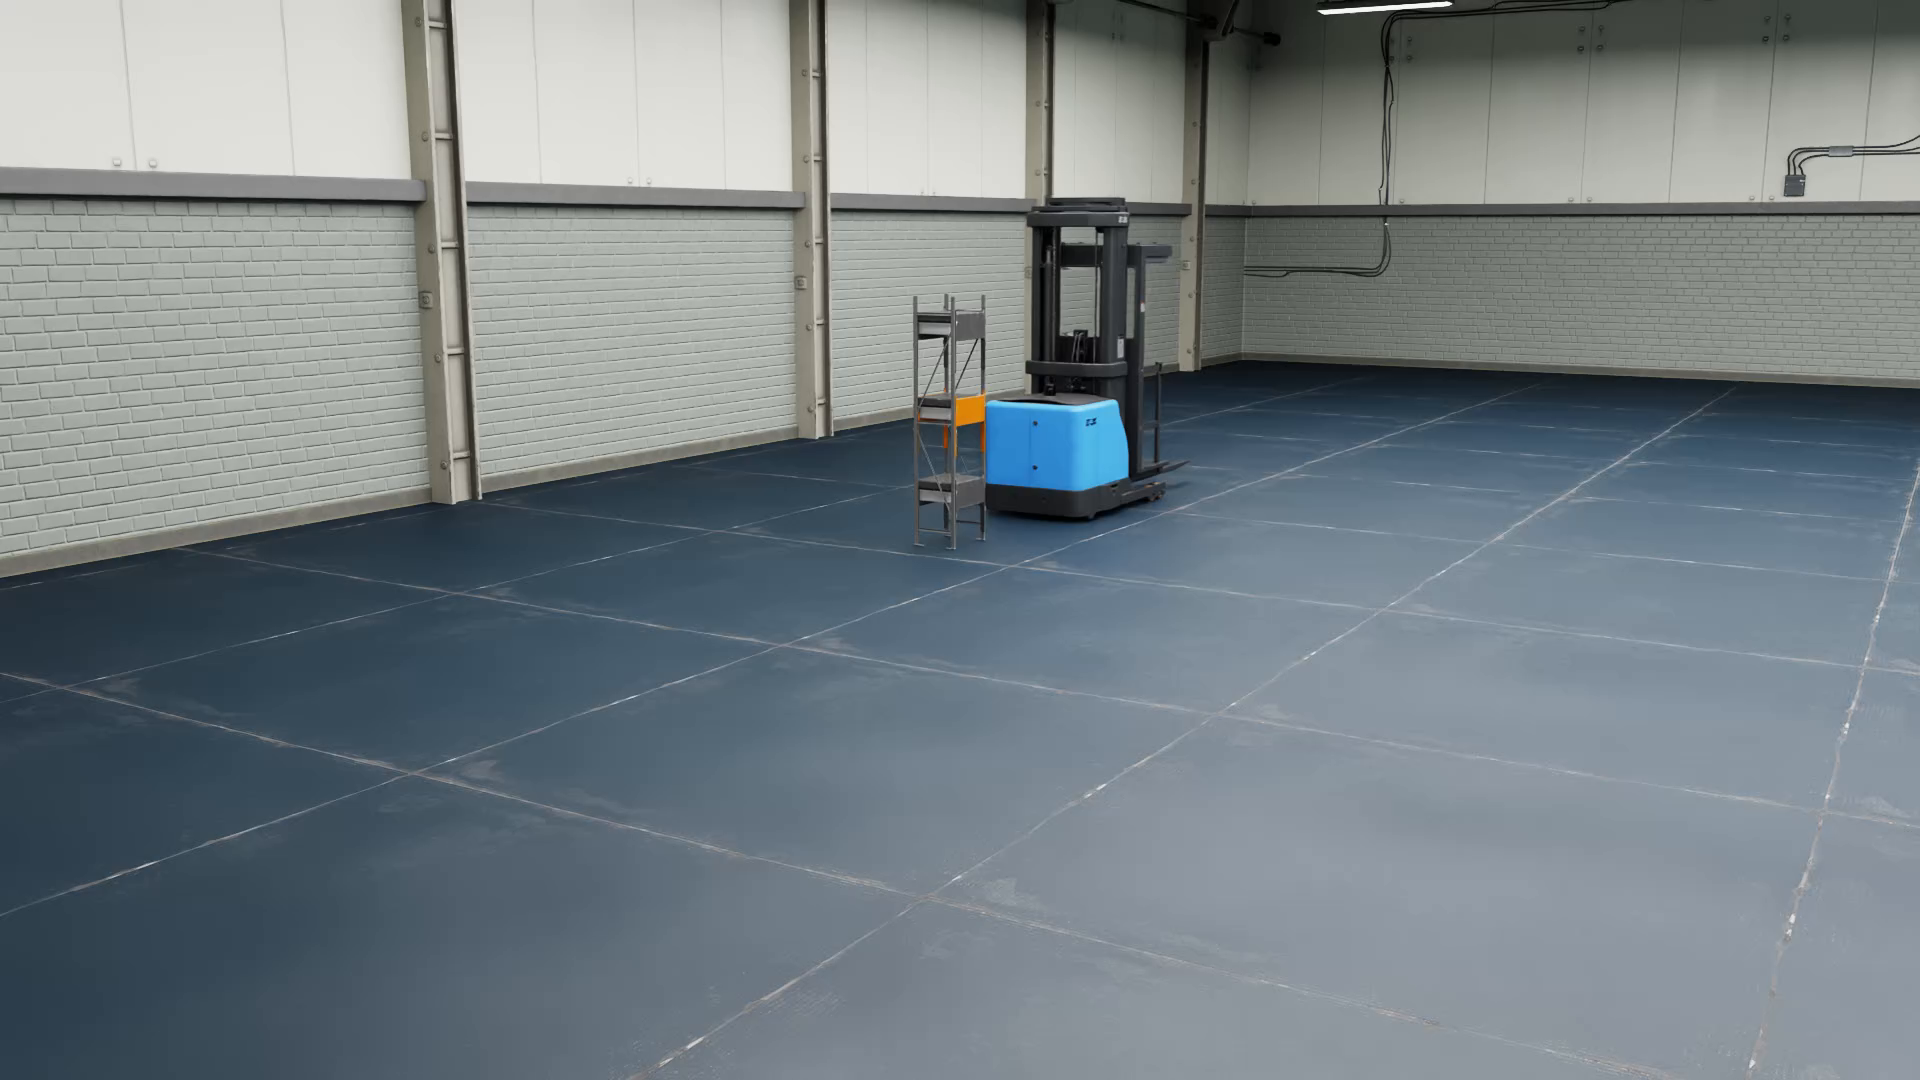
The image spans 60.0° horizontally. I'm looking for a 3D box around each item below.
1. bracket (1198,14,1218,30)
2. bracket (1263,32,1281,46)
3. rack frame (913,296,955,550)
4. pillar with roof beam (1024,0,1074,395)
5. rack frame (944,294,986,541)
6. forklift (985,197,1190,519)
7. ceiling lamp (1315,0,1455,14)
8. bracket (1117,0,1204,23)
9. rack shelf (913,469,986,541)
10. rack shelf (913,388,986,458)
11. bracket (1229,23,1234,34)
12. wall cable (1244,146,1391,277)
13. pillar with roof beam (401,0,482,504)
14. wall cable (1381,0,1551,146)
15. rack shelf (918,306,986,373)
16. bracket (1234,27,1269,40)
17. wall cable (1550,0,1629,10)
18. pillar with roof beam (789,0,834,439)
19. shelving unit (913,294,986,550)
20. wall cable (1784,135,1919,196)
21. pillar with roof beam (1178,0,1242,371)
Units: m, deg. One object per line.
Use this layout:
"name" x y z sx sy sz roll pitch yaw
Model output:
"bracket" 4.445 -9.318 29.904 0.235 0.232 0.430 6 12 31
"bracket" 6.107 -9.821 32.592 0.235 0.232 0.430 6 12 31
"rack frame" -0.213 -0.968 13.831 0.400 2.100 0.015 6 12 31
"pillar with roof beam" 4.922 -6.293 23.528 9.100 9.000 0.548 6 12 31
"rack frame" 0.041 -1.044 14.241 0.400 2.100 0.015 6 12 31
"forklift" 1.394 -1.858 16.331 1.130 2.935 3.031 6 12 30
"ceiling lamp" 6.411 -9.455 24.558 2.000 3.185 0.800 6 12 31
"bracket" 3.108 -8.913 27.739 0.076 0.066 4.783 6 12 31
"rack shelf" -0.086 -0.305 14.168 0.431 0.518 0.480 6 12 31
"rack shelf" -0.086 -0.993 14.039 0.431 0.518 0.480 6 12 31
"bracket" 4.876 -9.448 30.601 0.235 0.232 0.430 6 12 31
"wall cable" 7.017 -6.458 32.851 3.097 2.526 0.112 6 12 31
"pillar with roof beam" -1.308 -4.406 13.447 9.100 9.000 0.400 6 12 31
"wall cable" 9.329 -8.682 31.005 3.097 2.526 0.112 6 12 31
"rack shelf" -0.086 -1.681 13.910 0.431 0.518 0.480 6 12 31
"bracket" 5.800 -9.728 32.096 0.076 0.066 3.189 6 12 31
"wall cable" 11.974 -10.622 29.008 3.097 2.526 0.112 6 12 31
"pillar with roof beam" 1.807 -5.349 18.487 9.100 9.000 0.400 6 12 31
"shelving unit" -0.086 -1.006 14.036 0.431 2.100 0.503 6 12 31
"wall cable" 15.123 -8.747 27.394 2.305 6.003 0.169 6 12 31
"pillar with roof beam" 8.037 -7.236 28.568 9.100 9.000 0.548 6 12 31
